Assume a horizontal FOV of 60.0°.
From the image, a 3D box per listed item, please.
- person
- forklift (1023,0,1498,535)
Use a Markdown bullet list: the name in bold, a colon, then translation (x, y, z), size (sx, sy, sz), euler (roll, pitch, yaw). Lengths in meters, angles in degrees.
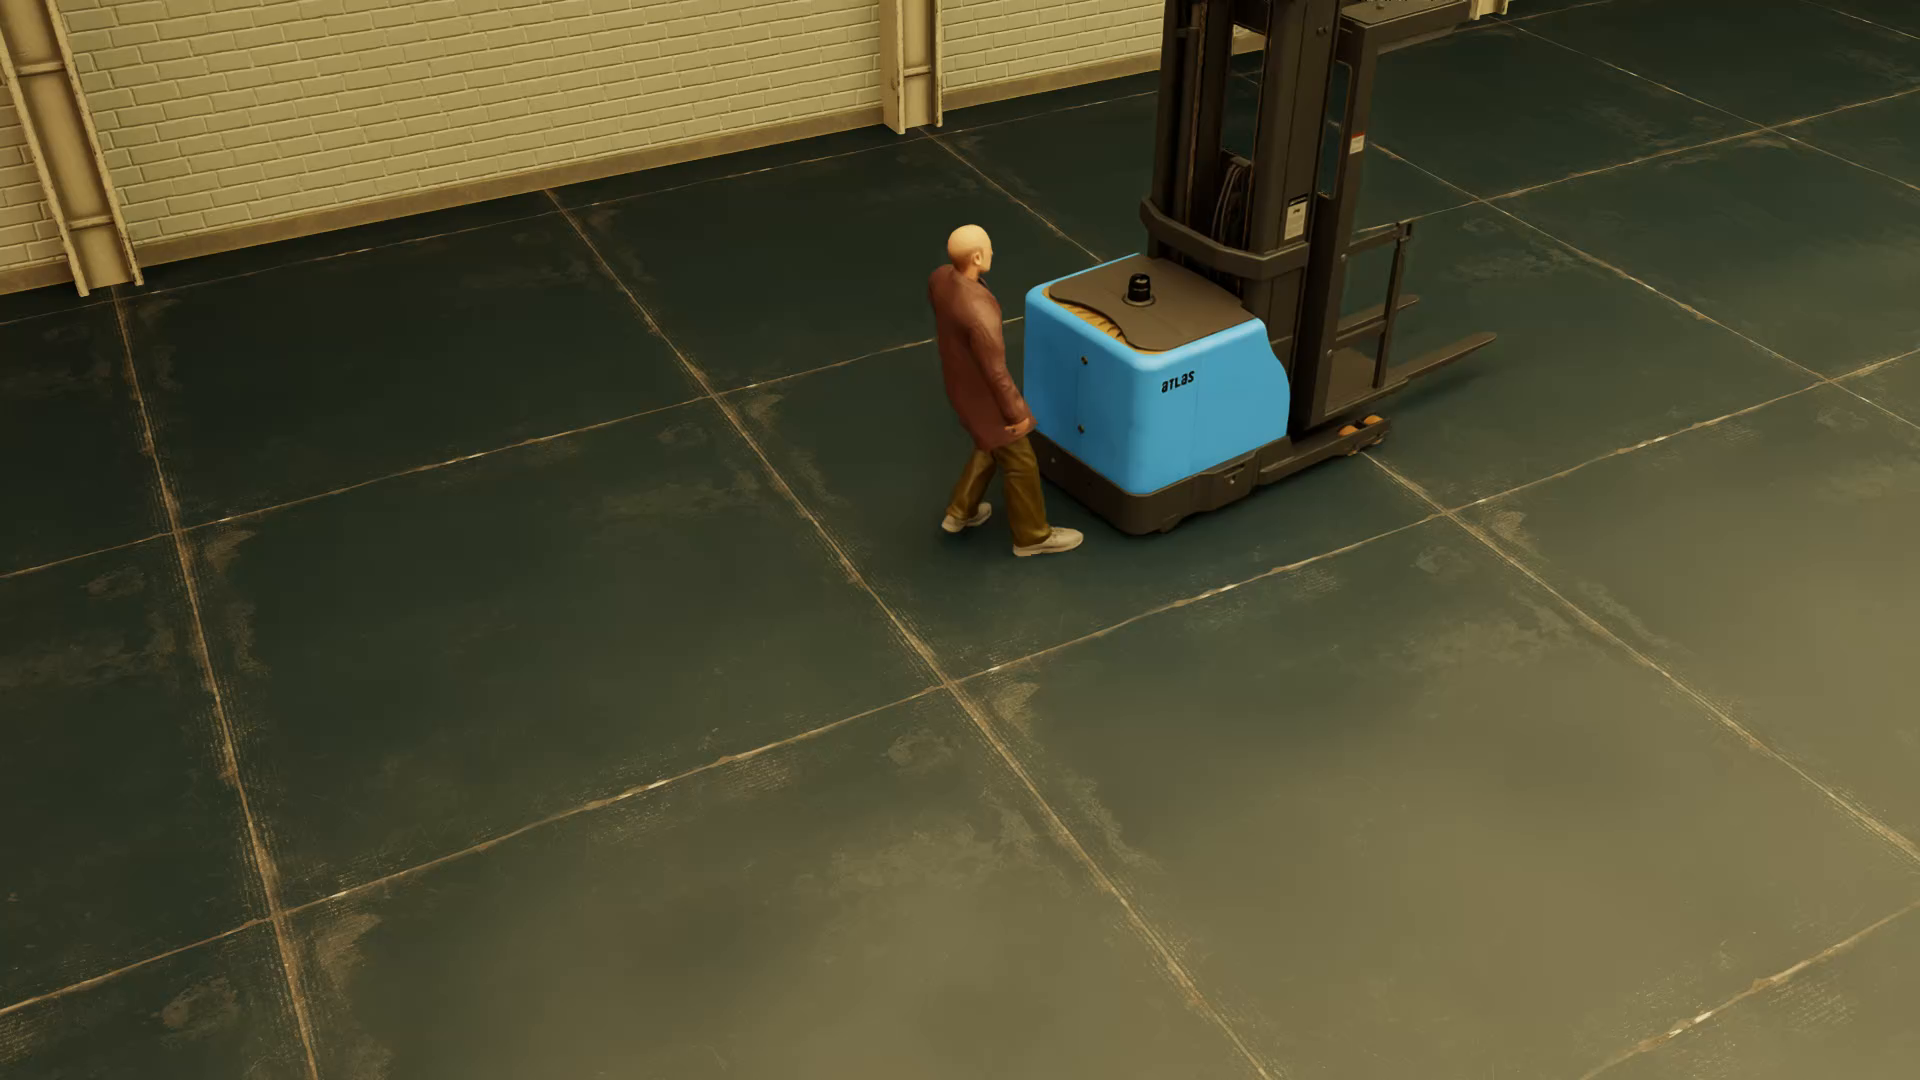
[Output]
- **person**: translation (0.221, -0.774, 8.271), size (0.690, 1.735, 0.758), euler (-11, 37, -15)
- **forklift**: translation (1.819, -1.896, 8.805), size (3.031, 2.935, 1.130), euler (-22, 41, -28)
